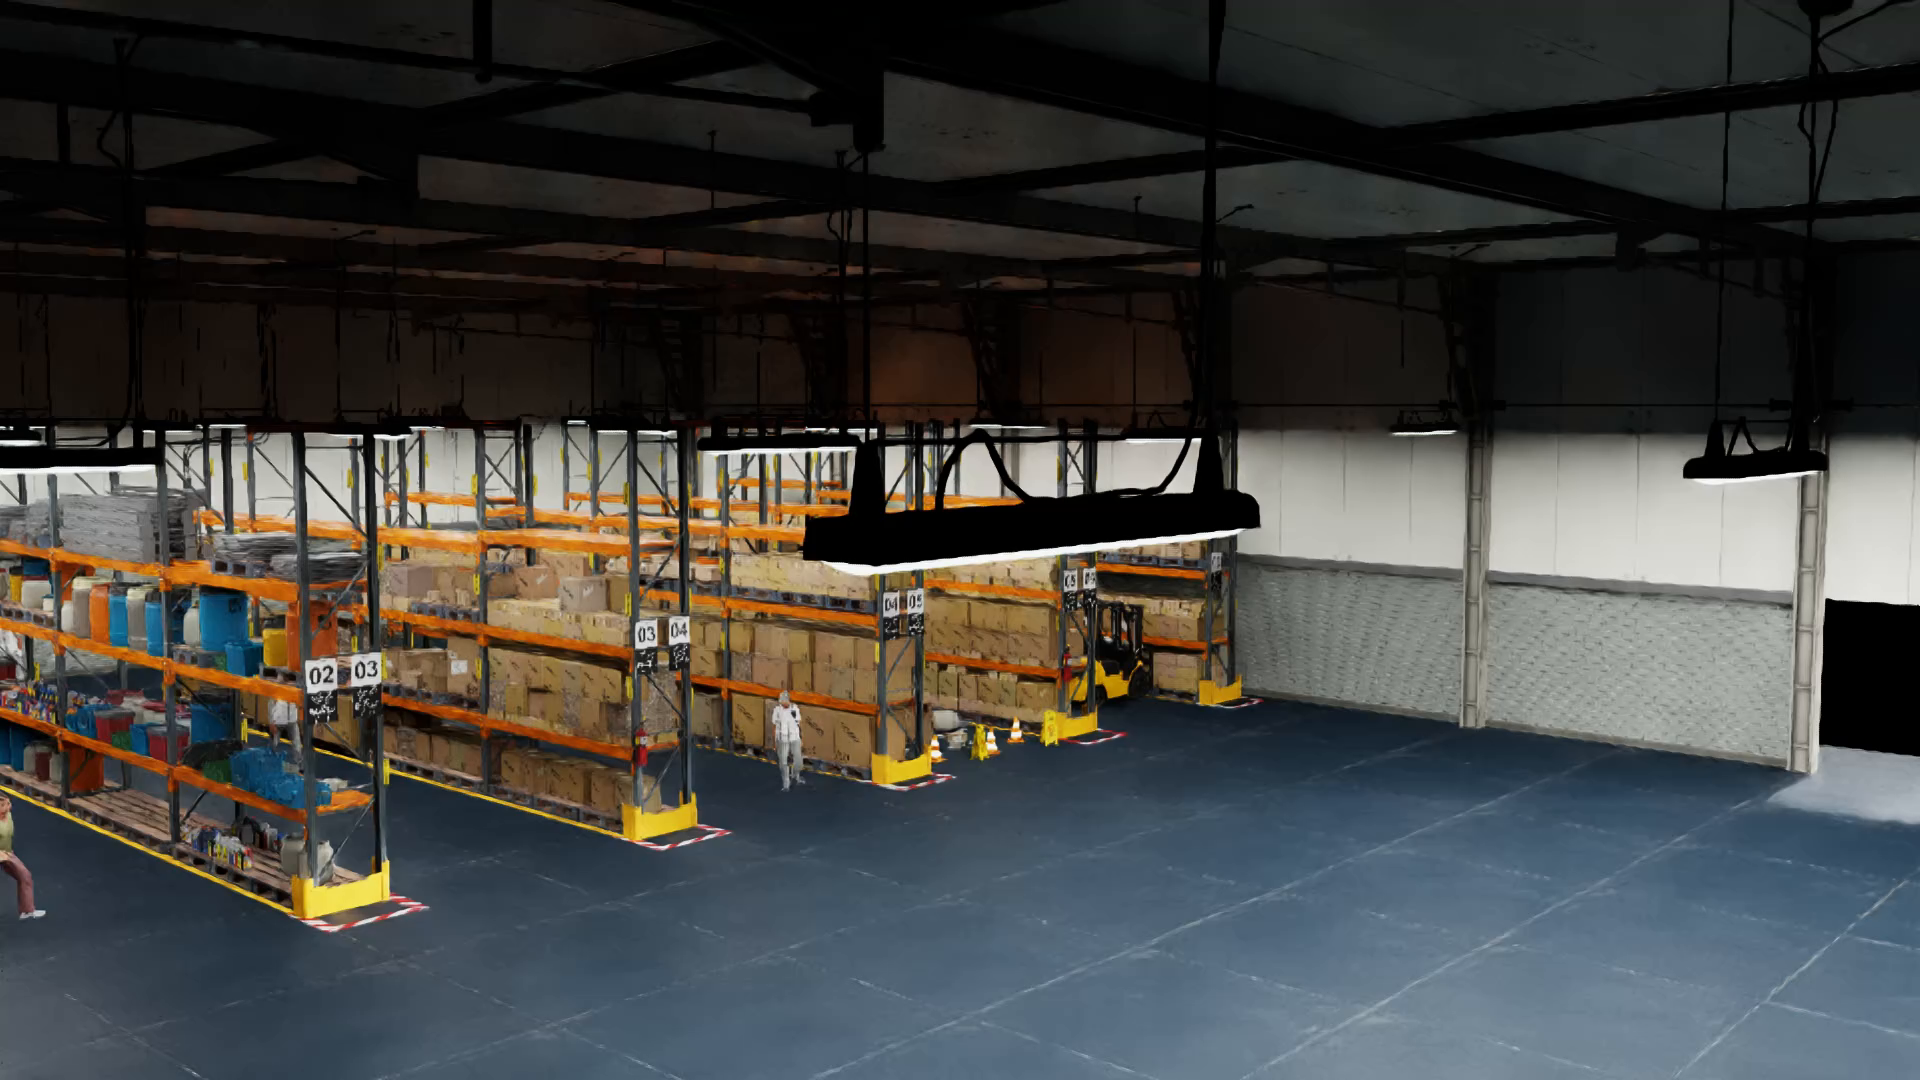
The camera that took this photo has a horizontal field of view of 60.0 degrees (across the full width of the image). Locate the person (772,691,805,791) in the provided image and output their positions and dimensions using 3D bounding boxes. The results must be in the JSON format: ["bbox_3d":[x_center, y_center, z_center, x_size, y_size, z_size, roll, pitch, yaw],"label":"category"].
[{"bbox_3d":[-2.813,3.278,27.333,0.556,1.653,0.583,-1,5,-11],"label":"person"}]

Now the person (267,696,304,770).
[{"bbox_3d":[-11.711,3.120,28.796,1.115,1.700,0.543,5,6,44],"label":"person"}]

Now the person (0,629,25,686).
[{"bbox_3d":[-20.893,2.465,36.582,0.568,1.780,0.599,0,5,-1],"label":"person"}]

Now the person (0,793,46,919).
[{"bbox_3d":[-11.713,3.862,20.265,0.802,1.607,0.616,2,5,23],"label":"person"}]
